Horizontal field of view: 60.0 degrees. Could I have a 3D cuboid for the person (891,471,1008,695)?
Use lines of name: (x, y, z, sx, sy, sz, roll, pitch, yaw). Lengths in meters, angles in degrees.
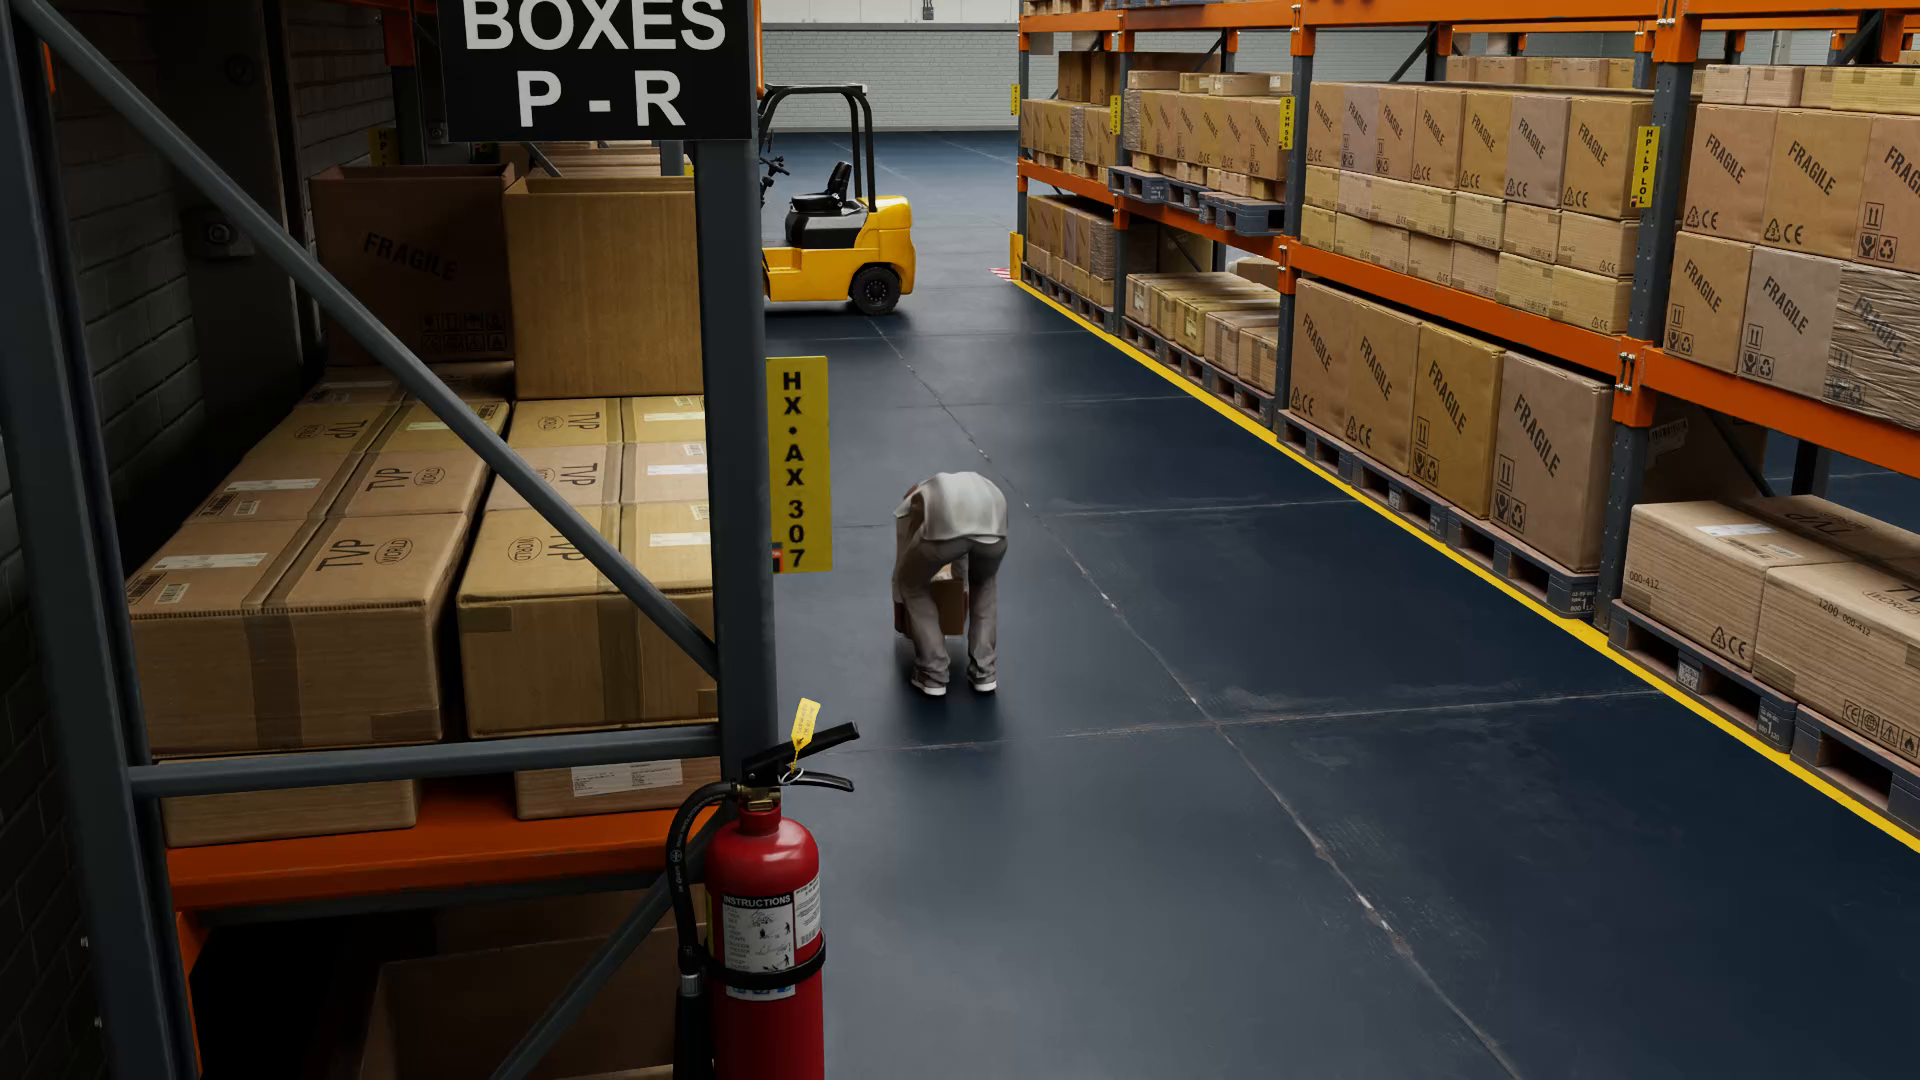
person: (-0.063, 0.126, 6.833, 0.418, 0.911, 0.858, -5, 17, -16)
